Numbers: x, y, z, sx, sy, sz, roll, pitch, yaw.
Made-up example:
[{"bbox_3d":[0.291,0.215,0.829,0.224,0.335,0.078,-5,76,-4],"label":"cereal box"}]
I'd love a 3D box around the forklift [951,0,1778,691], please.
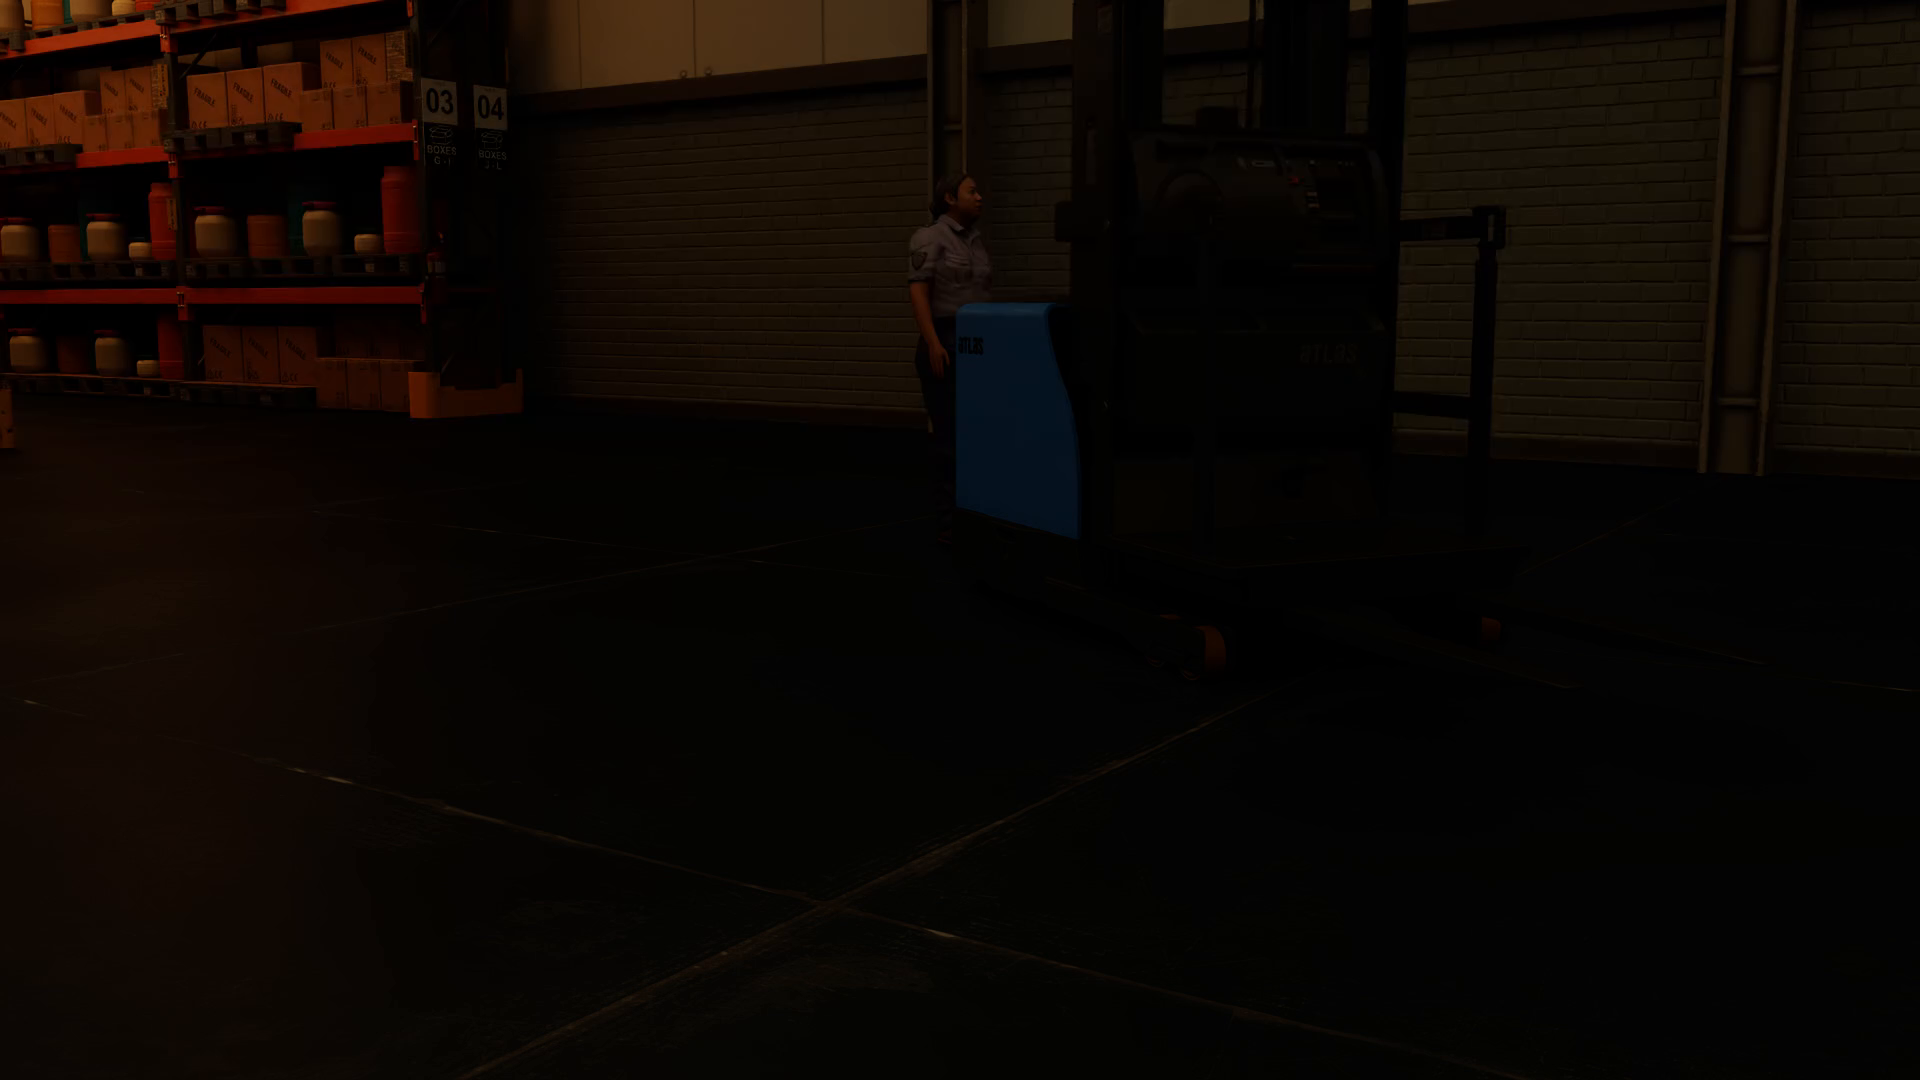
[{"bbox_3d":[1.032,-1.114,5.026,1.130,2.935,3.031,-4,9,-24],"label":"forklift"}]

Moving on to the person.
[{"bbox_3d":[0.062,-0.813,7.418,0.502,1.651,0.598,5,10,34],"label":"person"}]
